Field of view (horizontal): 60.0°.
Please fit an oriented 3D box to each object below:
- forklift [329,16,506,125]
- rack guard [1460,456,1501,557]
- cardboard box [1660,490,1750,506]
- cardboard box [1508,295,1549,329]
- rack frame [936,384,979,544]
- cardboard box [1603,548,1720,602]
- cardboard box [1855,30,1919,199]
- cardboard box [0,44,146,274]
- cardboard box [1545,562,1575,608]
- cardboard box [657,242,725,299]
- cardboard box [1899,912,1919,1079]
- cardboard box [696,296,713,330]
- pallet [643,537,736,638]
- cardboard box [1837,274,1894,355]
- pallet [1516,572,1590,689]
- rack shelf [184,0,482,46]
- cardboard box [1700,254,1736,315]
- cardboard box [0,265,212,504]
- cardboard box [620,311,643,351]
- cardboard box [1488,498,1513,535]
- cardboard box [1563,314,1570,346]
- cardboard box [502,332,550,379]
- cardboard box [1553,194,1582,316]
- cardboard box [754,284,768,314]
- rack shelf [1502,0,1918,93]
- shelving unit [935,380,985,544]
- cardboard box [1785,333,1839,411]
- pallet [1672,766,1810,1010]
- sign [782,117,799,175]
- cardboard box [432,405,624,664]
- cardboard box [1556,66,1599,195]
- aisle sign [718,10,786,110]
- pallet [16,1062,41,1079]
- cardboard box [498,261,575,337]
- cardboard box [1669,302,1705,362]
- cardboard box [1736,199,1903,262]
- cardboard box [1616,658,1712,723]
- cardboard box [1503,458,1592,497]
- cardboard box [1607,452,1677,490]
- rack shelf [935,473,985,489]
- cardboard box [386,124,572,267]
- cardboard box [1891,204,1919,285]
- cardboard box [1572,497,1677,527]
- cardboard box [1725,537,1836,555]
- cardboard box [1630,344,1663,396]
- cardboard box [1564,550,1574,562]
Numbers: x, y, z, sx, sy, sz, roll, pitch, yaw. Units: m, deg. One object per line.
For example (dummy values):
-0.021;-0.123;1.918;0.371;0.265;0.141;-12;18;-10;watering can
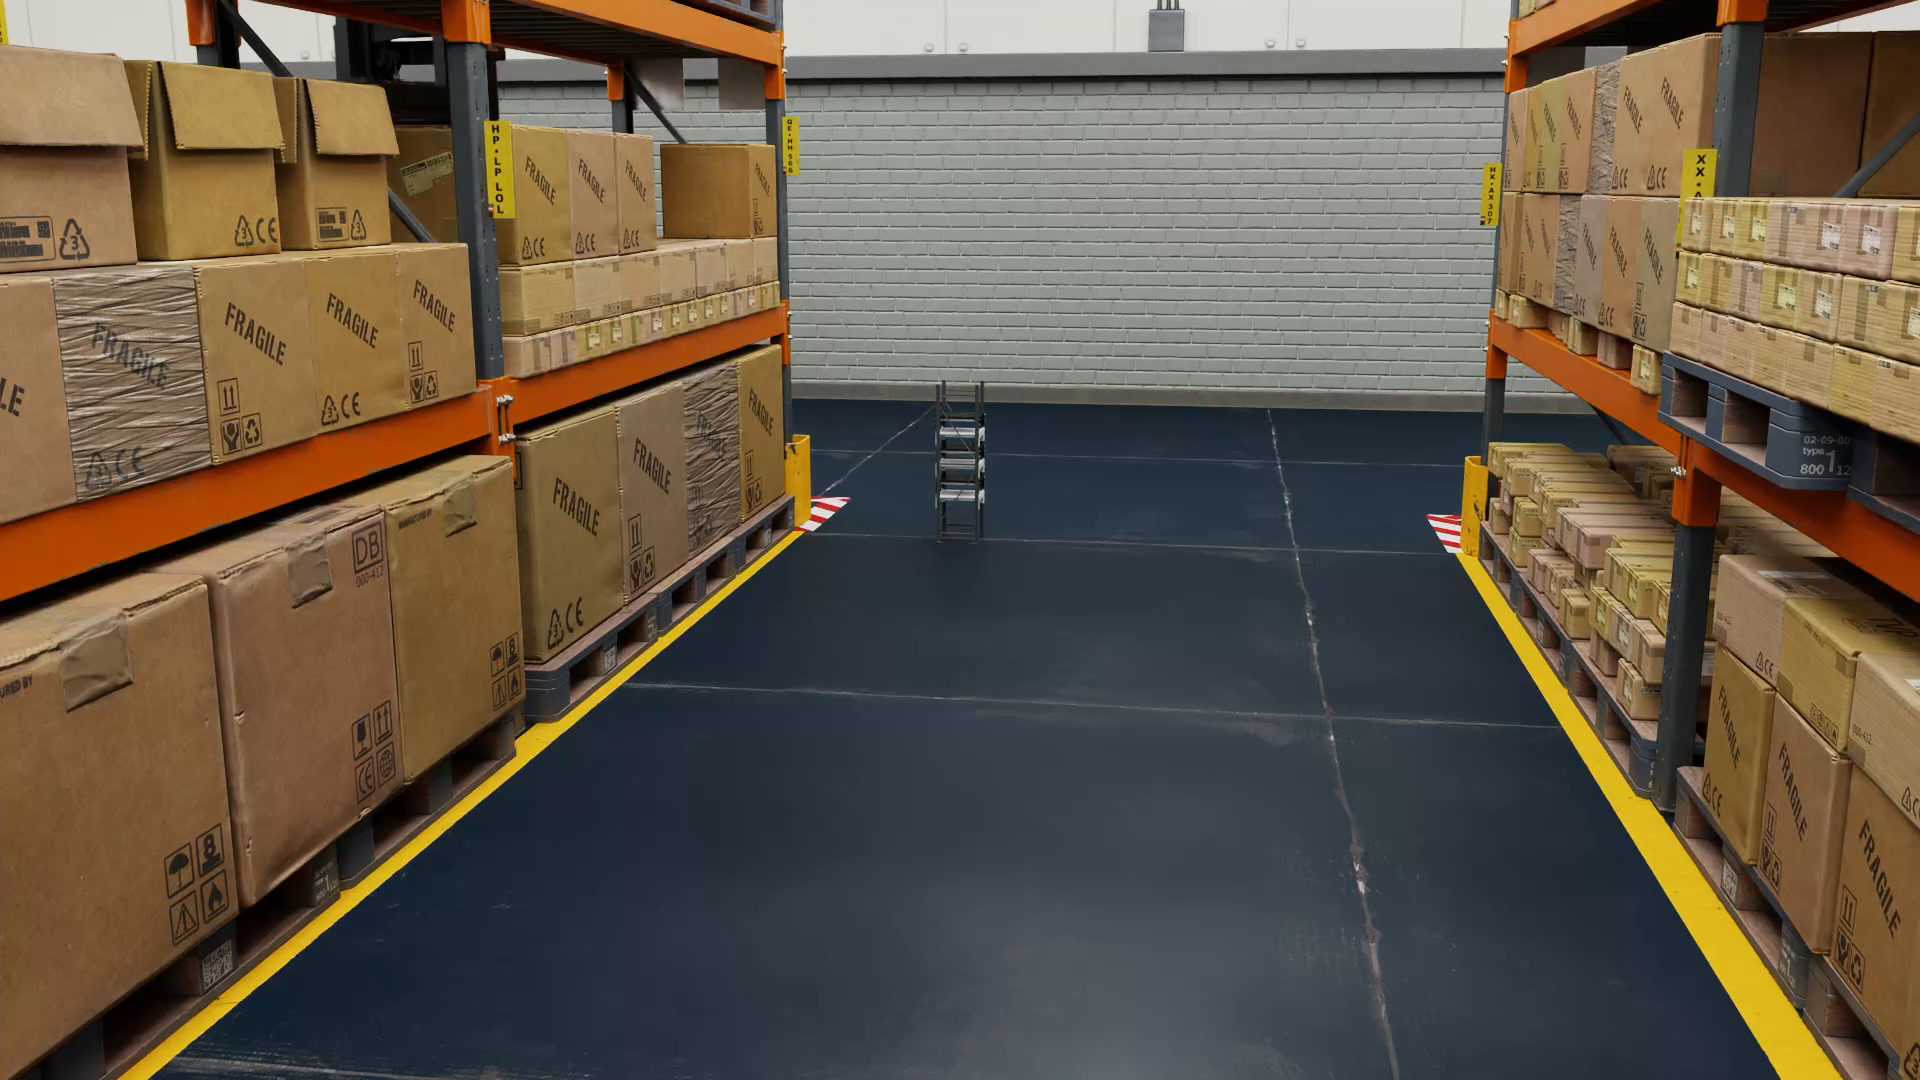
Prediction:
-3.247;-1.404;9.052;1.130;2.935;3.031;5;13;23;forklift
3.369;-0.170;9.097;1.175;0.500;0.348;2;12;9;rack guard
3.301;-0.123;7.302;0.380;0.149;0.250;1;12;7;cardboard box
2.915;-1.120;8.166;0.380;0.149;0.250;2;12;7;cardboard box
-0.014;-0.420;9.308;0.240;0.900;0.006;2;12;9;rack frame
2.595;0.133;6.114;0.380;0.149;0.250;2;12;8;cardboard box
3.076;-1.345;5.296;0.500;0.500;0.500;2;12;10;cardboard box
-2.407;-0.891;3.889;0.797;0.503;0.637;2;12;10;cardboard box
2.759;0.201;7.209;0.380;0.149;0.250;2;12;9;cardboard box
-1.473;-1.341;8.246;0.500;0.250;0.500;1;12;7;cardboard box
2.142;0.910;3.088;0.500;0.500;0.500;1;12;6;cardboard box
-1.429;-1.116;8.146;0.380;0.149;0.250;2;12;9;cardboard box
-1.740;0.195;8.085;1.003;0.211;1.213;2;12;9;pallet
2.054;-0.463;3.415;0.380;0.149;0.250;2;12;8;cardboard box
3.019;0.392;7.173;1.003;0.211;1.213;2;12;9;pallet
-2.427;-1.456;3.715;1.077;0.370;4.000;2;12;9;rack shelf
2.213;-0.682;4.433;0.380;0.149;0.250;2;12;8;cardboard box
-2.160;-0.384;3.918;0.500;0.500;0.500;2;12;9;cardboard box
-1.587;-0.903;7.159;0.380;0.149;0.250;2;12;8;cardboard box
2.984;-0.121;8.706;0.380;0.149;0.250;2;12;10;cardboard box
2.818;-0.902;7.156;0.380;0.149;0.250;2;12;11;cardboard box
-1.746;-0.685;6.149;0.380;0.149;0.250;2;12;9;cardboard box
2.822;-1.198;6.988;0.500;0.500;0.500;2;12;7;cardboard box
-1.272;-1.328;9.132;0.380;0.149;0.250;2;12;9;cardboard box
3.073;-2.107;6.735;1.077;0.370;4.000;2;12;9;rack shelf
0.001;-0.442;9.406;0.258;0.900;0.210;2;12;9;shelving unit
2.093;-0.376;3.717;0.380;0.149;0.250;1;12;6;cardboard box
2.647;0.950;4.585;1.003;0.211;1.213;2;12;9;pallet
-0.970;-2.251;9.509;0.100;0.325;0.005;2;12;9;sign
-1.939;-0.059;6.692;0.875;0.875;0.875;2;12;9;cardboard box
2.801;-1.687;6.886;0.500;0.500;0.500;1;12;7;cardboard box
-1.197;-2.866;9.501;0.394;0.787;0.004;2;12;9;aisle sign
-2.539;1.277;3.067;1.003;0.211;1.213;2;12;9;pallet
-1.789;-0.919;6.286;0.500;0.250;0.500;2;12;8;cardboard box
2.251;-0.591;4.715;0.380;0.149;0.250;1;12;6;cardboard box
2.172;-0.770;4.135;0.380;0.149;0.250;2;12;9;cardboard box
2.489;0.520;5.730;0.380;0.149;0.250;2;12;9;cardboard box
2.876;-0.303;8.137;0.380;0.149;0.250;2;12;8;cardboard box
3.455;-0.342;8.317;0.380;0.149;0.250;2;12;10;cardboard box
0.001;-0.321;9.432;0.258;0.077;0.200;2;12;9;rack shelf
-1.793;-1.287;6.217;0.500;0.500;0.500;2;12;9;cardboard box
2.015;-0.556;3.142;0.380;0.149;0.250;2;12;10;cardboard box
2.838;-0.083;7.115;0.380;0.149;0.250;2;12;9;cardboard box
3.132;0.092;6.303;0.380;0.149;0.250;2;12;7;cardboard box
2.510;-0.577;5.647;0.380;0.149;0.250;2;12;7;cardboard box
2.904;0.011;7.389;0.380;0.149;0.250;3;12;12;cardboard box
